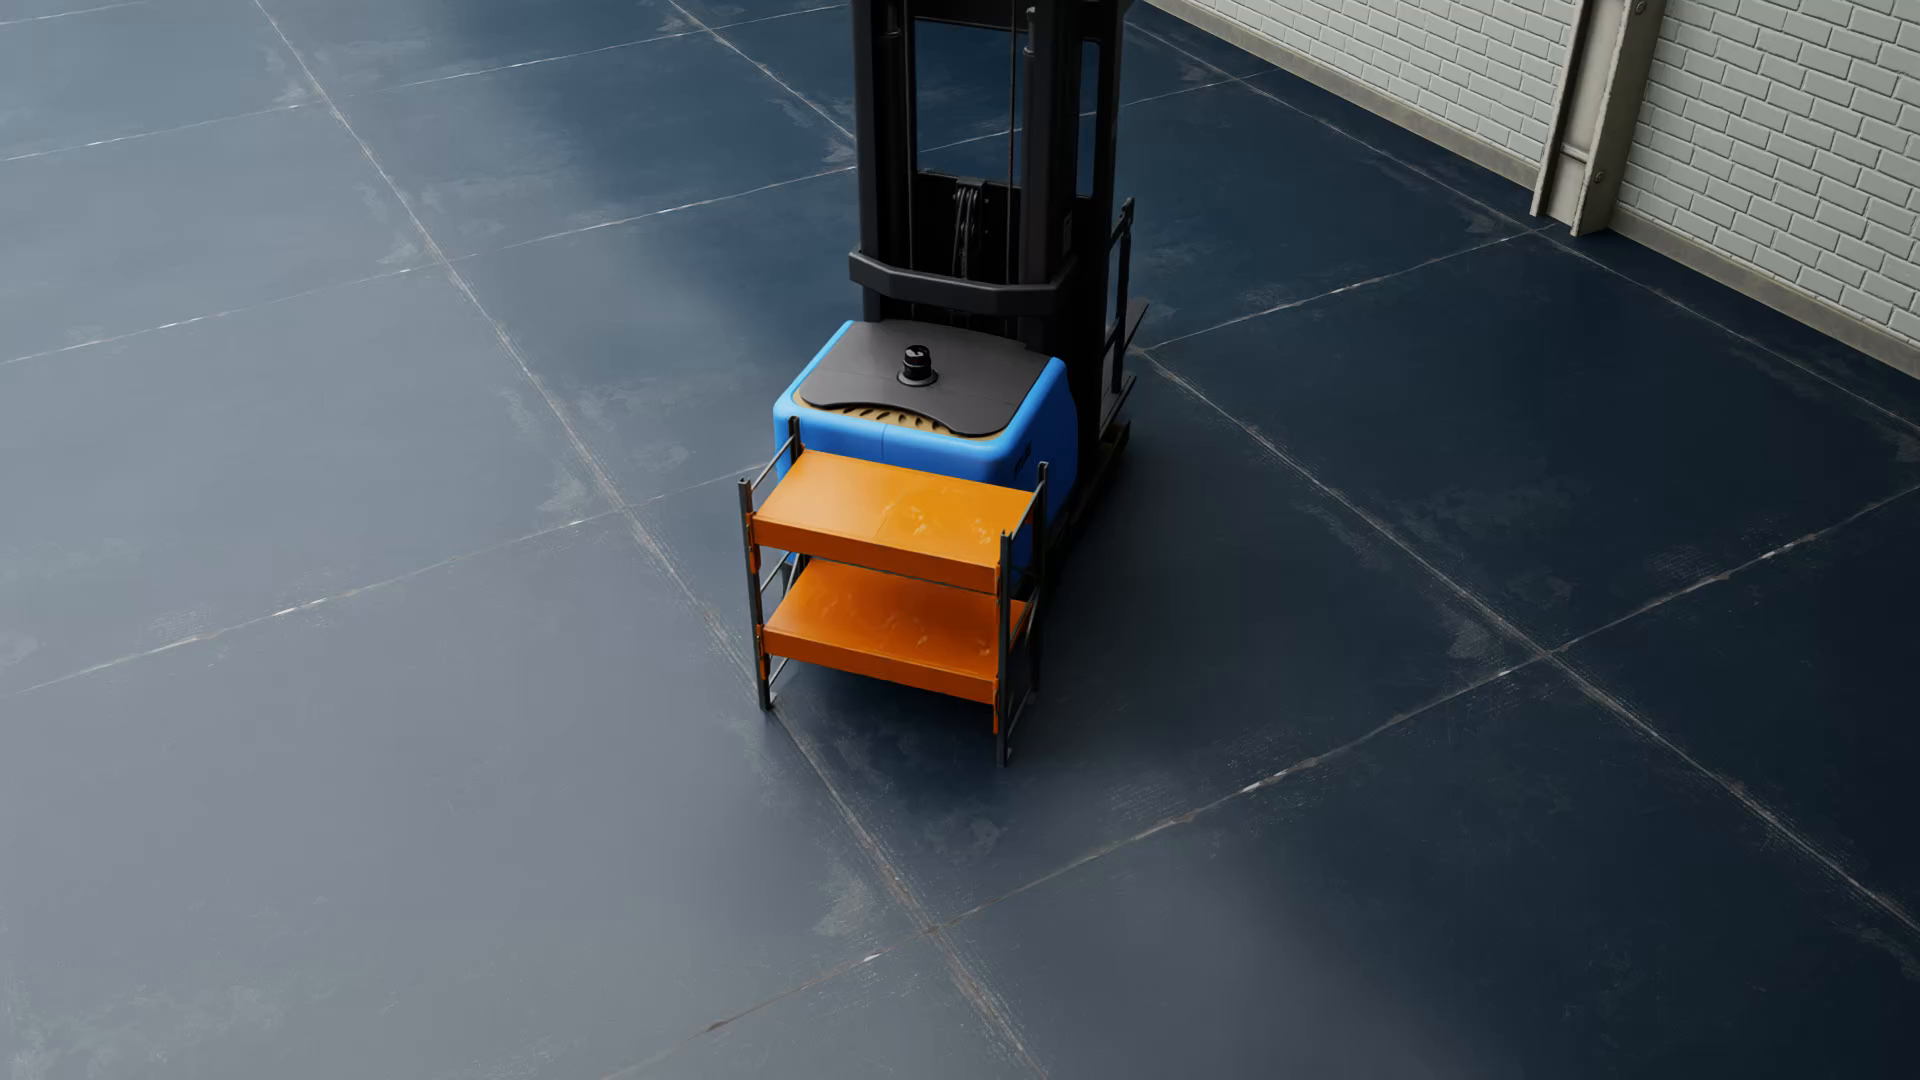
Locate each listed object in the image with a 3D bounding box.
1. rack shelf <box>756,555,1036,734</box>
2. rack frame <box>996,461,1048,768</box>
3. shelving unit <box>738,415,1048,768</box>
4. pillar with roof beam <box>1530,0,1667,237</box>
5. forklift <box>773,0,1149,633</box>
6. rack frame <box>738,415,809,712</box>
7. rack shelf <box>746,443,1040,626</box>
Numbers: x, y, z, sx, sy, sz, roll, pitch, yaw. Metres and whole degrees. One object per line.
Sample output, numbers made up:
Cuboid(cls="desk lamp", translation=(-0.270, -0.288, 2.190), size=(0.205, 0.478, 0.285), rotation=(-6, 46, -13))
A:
Cuboid(cls="rack shelf", translation=(-0.243, 0.399, 6.663), size=(1.000, 0.278, 0.538), rotation=(11, 38, 15))
Cuboid(cls="rack frame", translation=(0.238, 0.300, 6.384), size=(0.032, 1.125, 0.500), rotation=(11, 38, 15))
Cuboid(cls="shelving unit", translation=(-0.243, 0.202, 6.518), size=(1.048, 1.125, 0.538), rotation=(11, 38, 15))
Cuboid(cls="pillar with roof beam", translation=(0.138, -4.386, 6.126), size=(9.100, 9.000, 0.400), rotation=(-19, 40, -24))
Cuboid(cls="forklift", translation=(0.210, -1.575, 7.422), size=(1.130, 2.935, 3.031), rotation=(12, 38, 16))
Cuboid(cls="rack frame", translation=(-0.724, 0.105, 6.652), size=(0.032, 1.125, 0.500), rotation=(11, 38, 15))
Cuboid(cls="rack shelf", translation=(-0.243, -0.034, 6.345), size=(1.000, 0.278, 0.538), rotation=(11, 38, 15))
